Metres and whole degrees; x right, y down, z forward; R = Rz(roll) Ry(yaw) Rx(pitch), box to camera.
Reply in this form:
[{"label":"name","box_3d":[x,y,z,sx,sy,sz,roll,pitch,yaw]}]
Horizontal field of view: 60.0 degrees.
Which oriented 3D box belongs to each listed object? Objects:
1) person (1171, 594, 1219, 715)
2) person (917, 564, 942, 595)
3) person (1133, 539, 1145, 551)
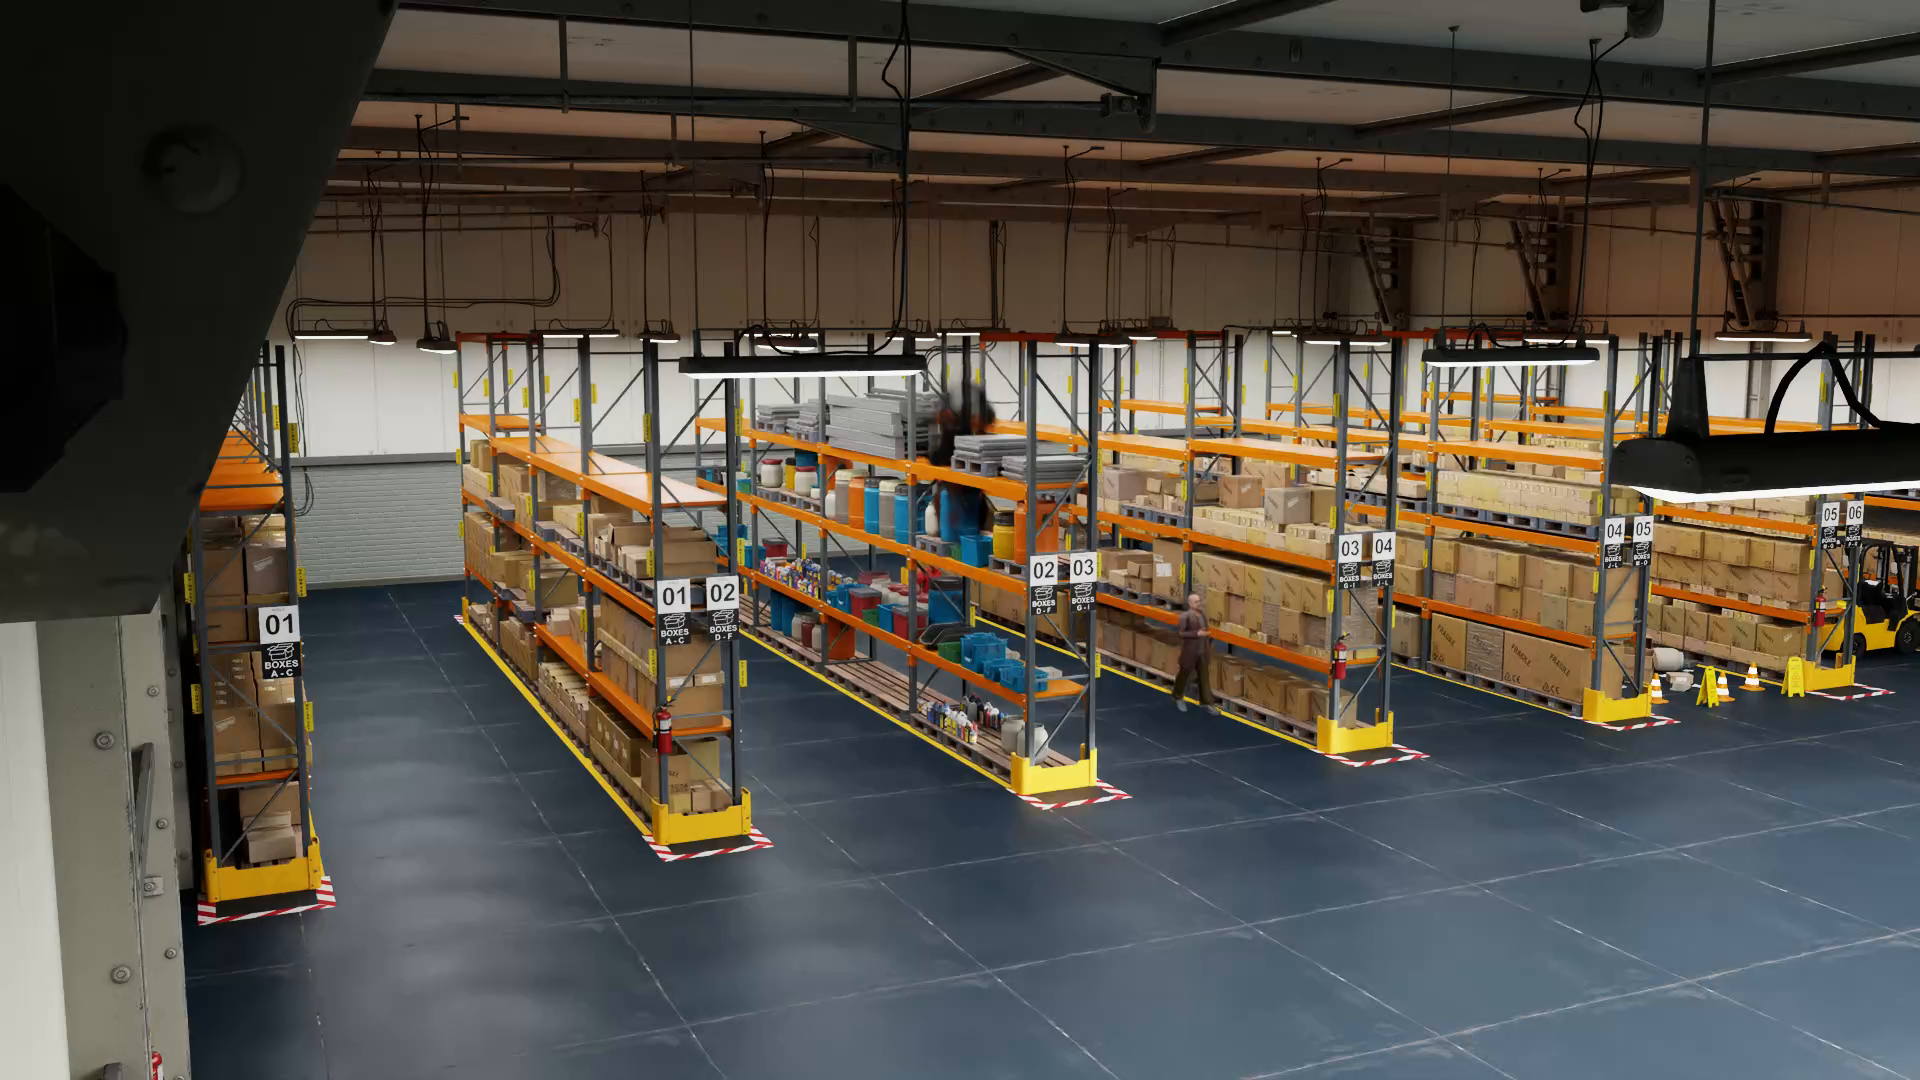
[{"label":"person","box_3d":[3.574,1.731,25.299,0.701,1.829,0.890,-6,10,-36]},{"label":"person","box_3d":[-0.563,1.156,32.258,0.679,1.678,0.619,-7,11,-43]},{"label":"person","box_3d":[4.423,-0.066,41.842,0.709,1.531,0.614,6,9,36]}]
